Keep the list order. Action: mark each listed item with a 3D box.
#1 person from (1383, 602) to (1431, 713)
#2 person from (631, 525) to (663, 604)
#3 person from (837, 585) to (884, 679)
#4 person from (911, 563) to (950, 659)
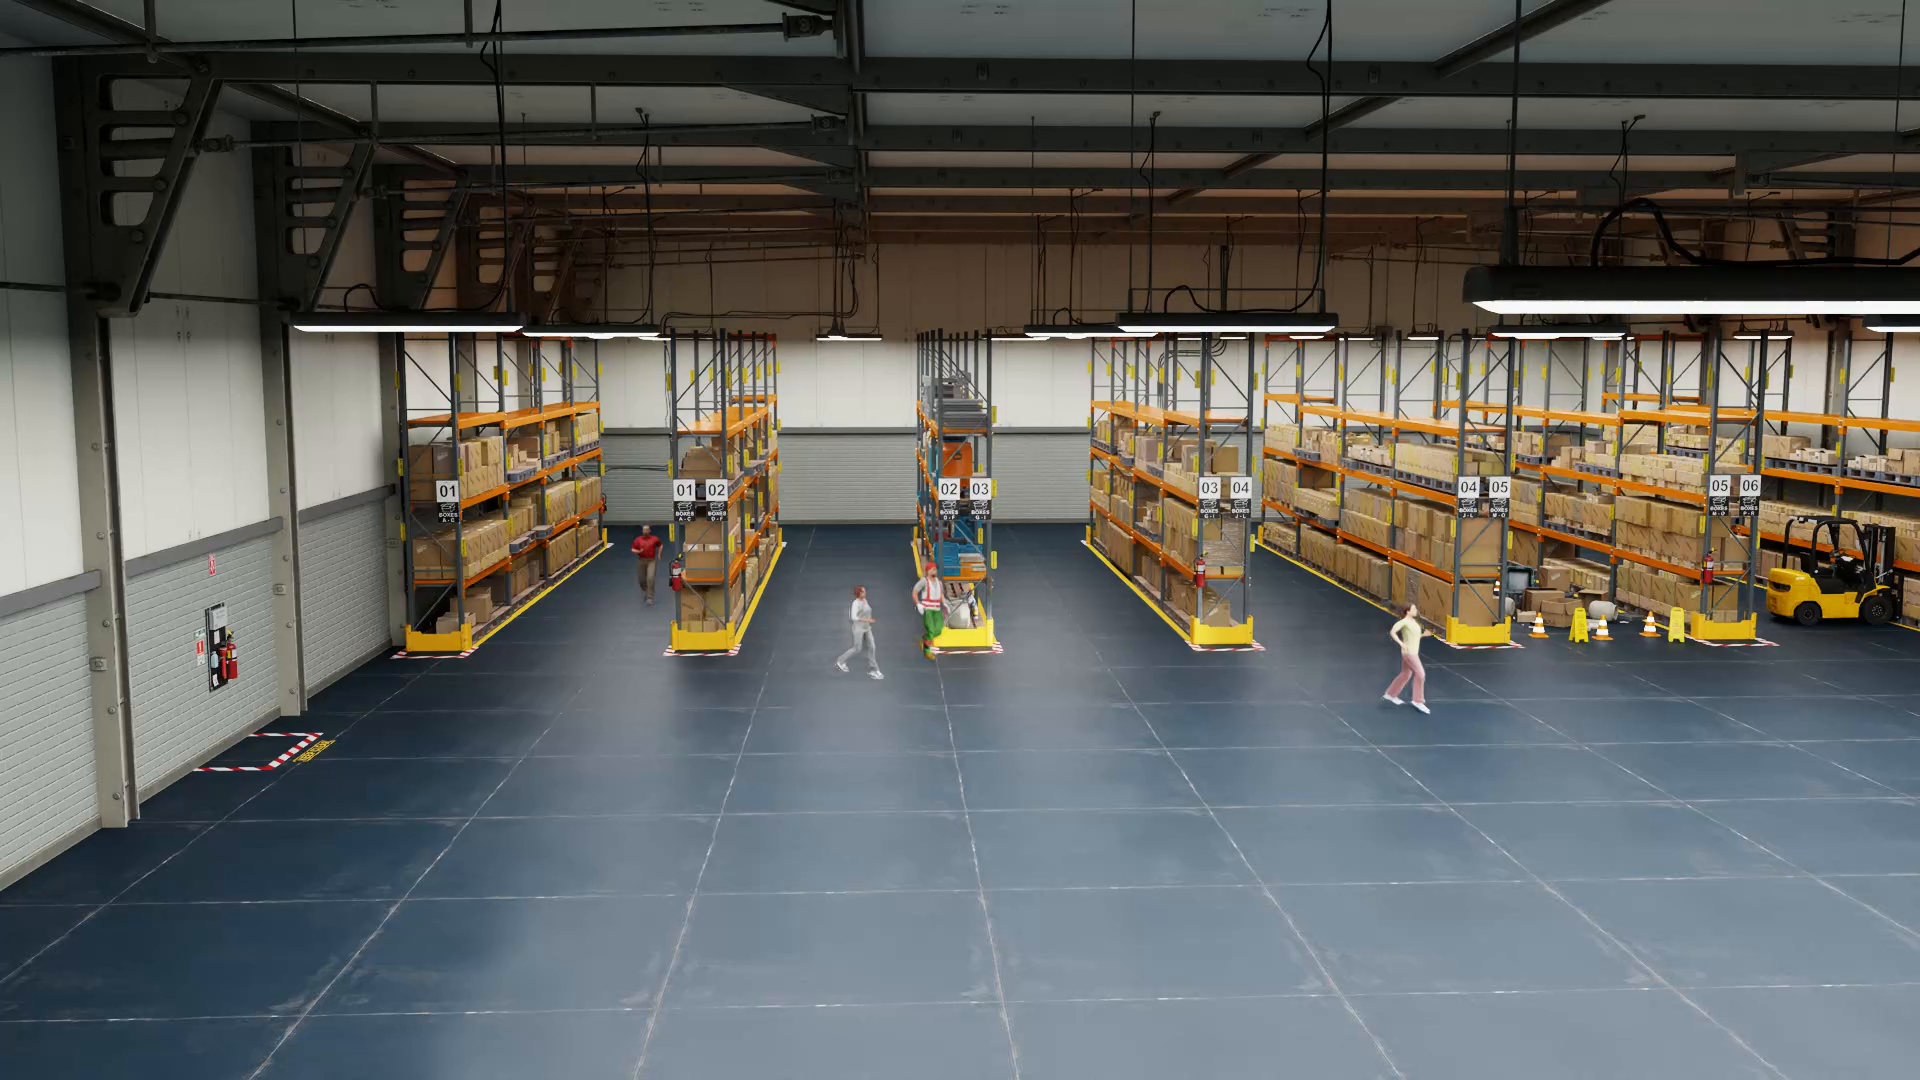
[{"bbox_3d":[7.030,1.817,26.082,0.742,1.719,0.563,3,7,26],"label":"person"},{"bbox_3d":[-6.924,0.519,36.790,0.667,1.706,0.983,-1,7,-5],"label":"person"},{"bbox_3d":[-1.710,1.569,28.553,0.894,1.600,0.552,3,8,27],"label":"person"},{"bbox_3d":[-0.534,1.287,30.475,0.717,1.733,0.542,-5,8,-37],"label":"person"}]
